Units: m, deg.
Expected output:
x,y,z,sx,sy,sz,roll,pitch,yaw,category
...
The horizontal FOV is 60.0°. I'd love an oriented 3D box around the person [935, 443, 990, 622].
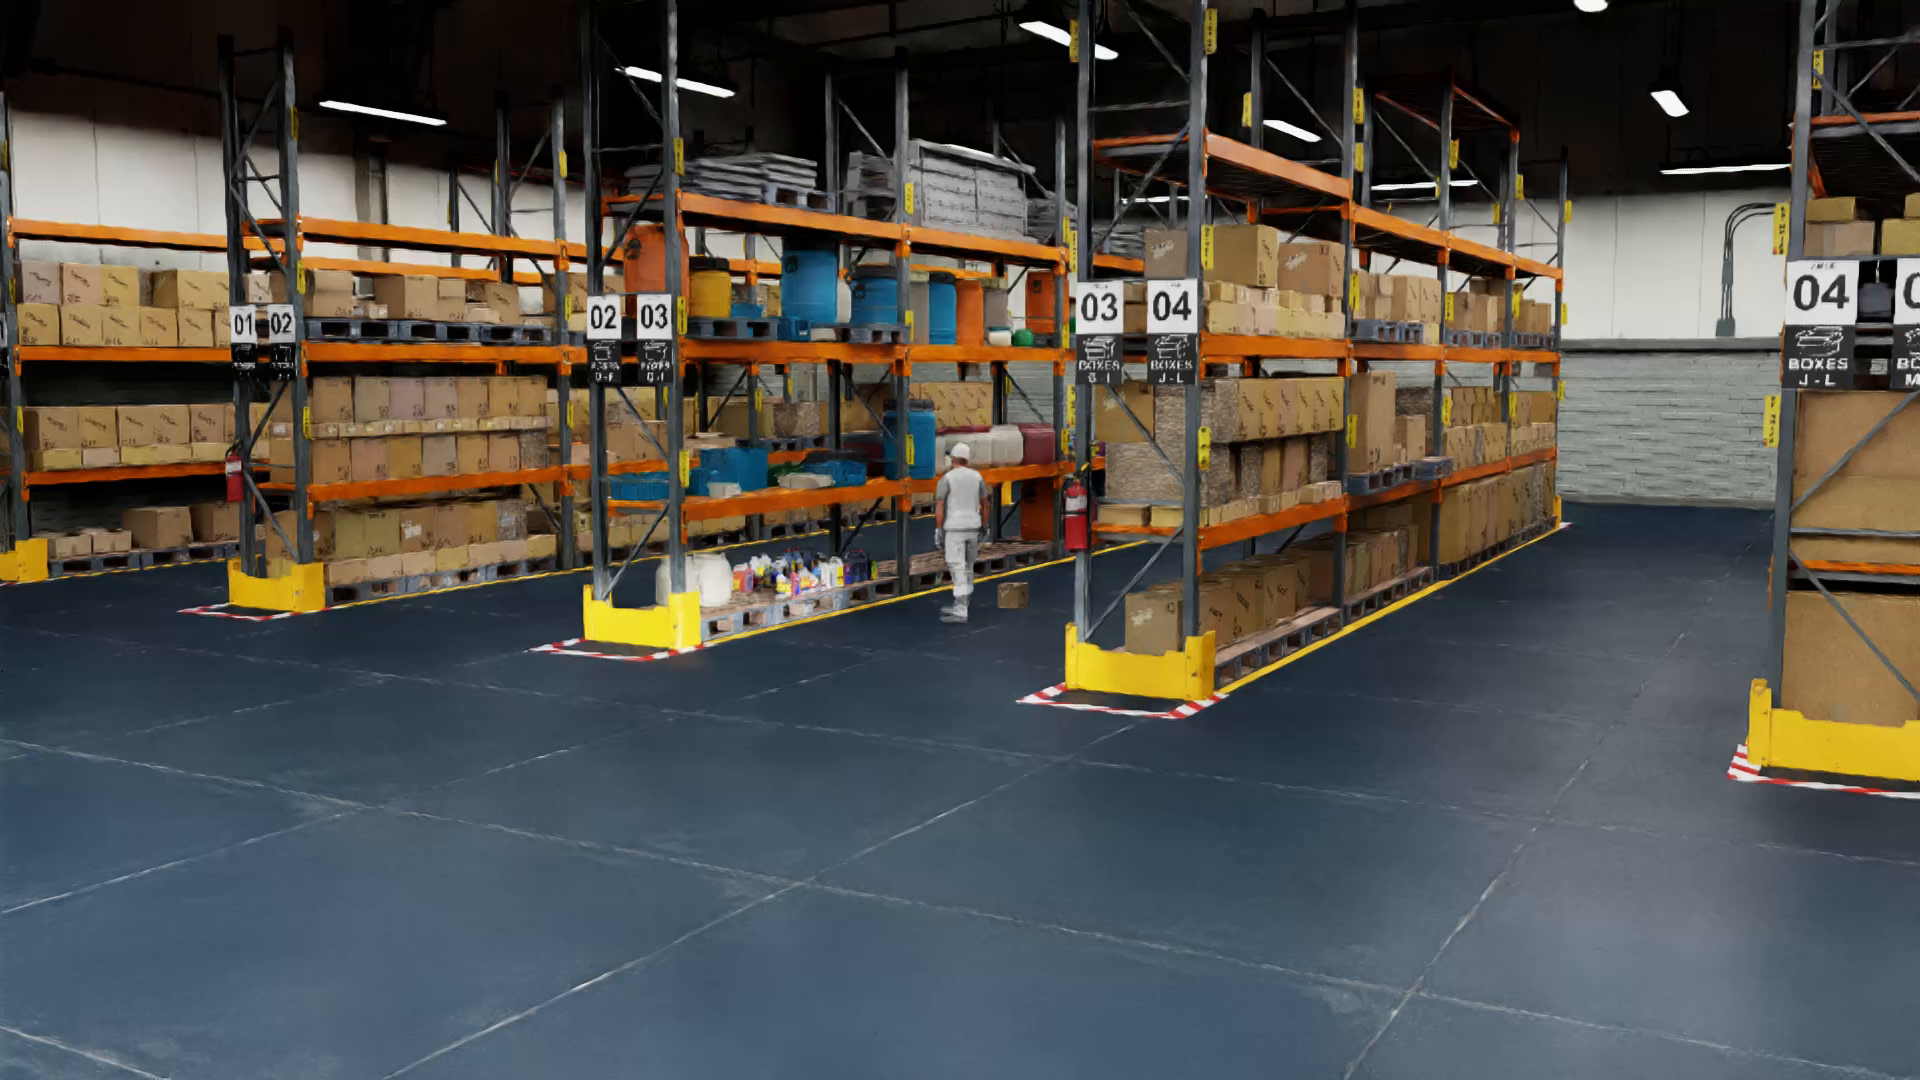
x,y,z,sx,sy,sz,roll,pitch,yaw,category
-0.001,-0.089,16.778,0.667,1.788,0.598,-4,7,-33,person
